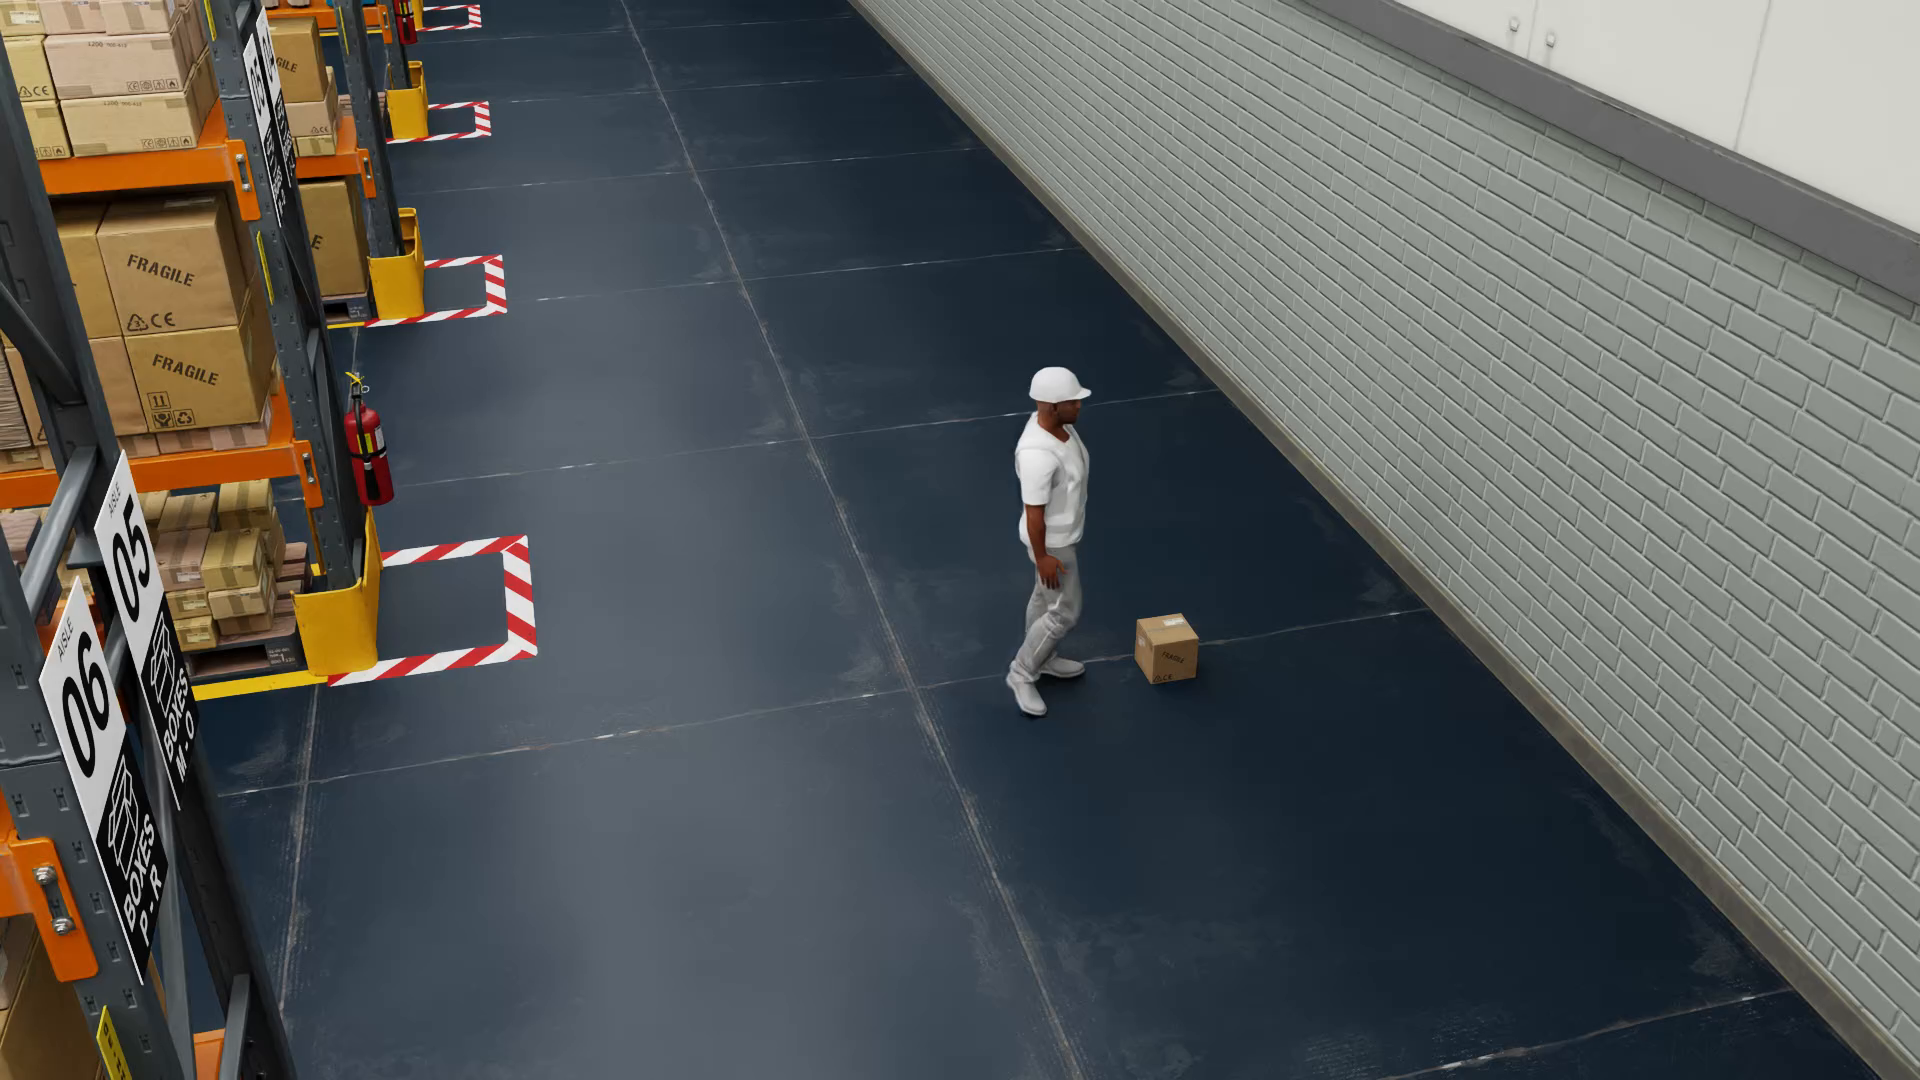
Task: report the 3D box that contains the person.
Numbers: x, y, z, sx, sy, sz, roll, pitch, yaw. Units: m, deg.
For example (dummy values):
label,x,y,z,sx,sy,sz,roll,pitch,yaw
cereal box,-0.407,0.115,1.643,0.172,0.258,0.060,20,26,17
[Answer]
label,x,y,z,sx,sy,sz,roll,pitch,yaw
person,0.449,-0.022,8.241,0.386,1.761,0.666,5,31,9
